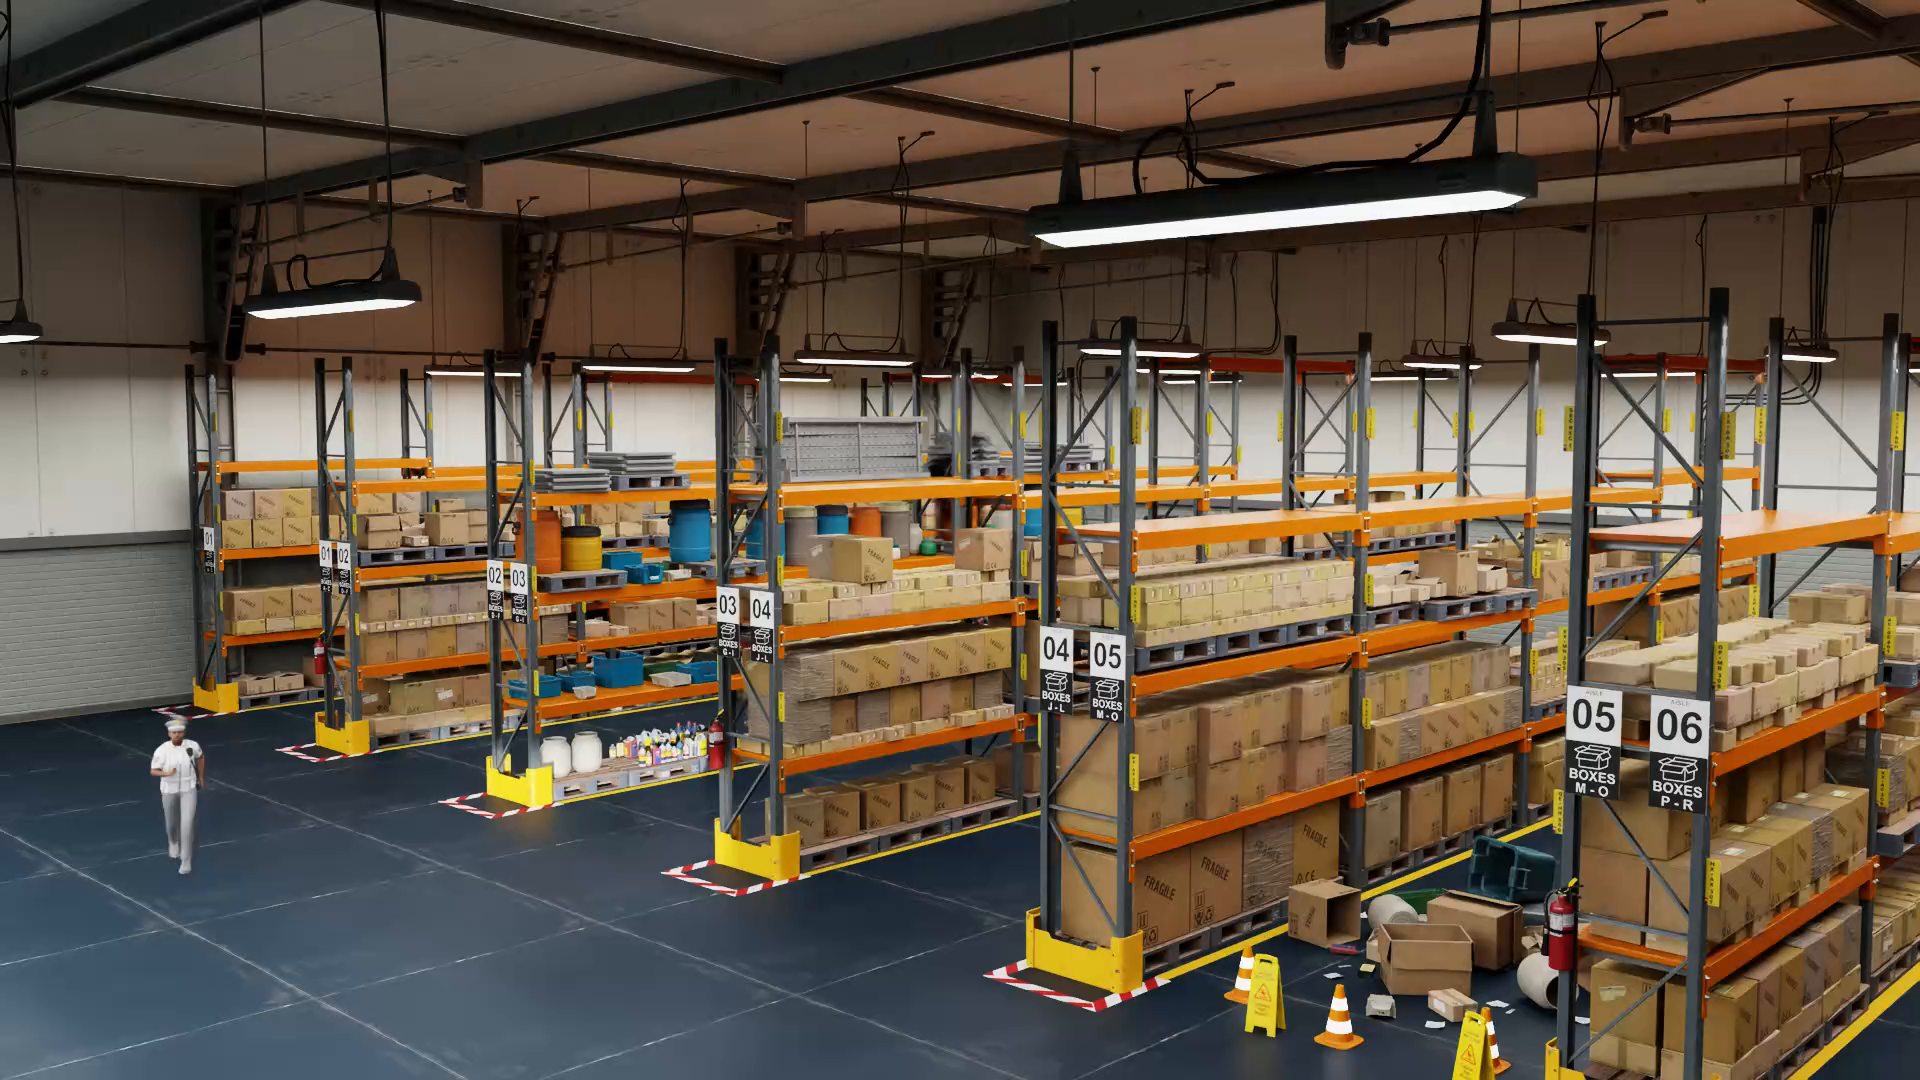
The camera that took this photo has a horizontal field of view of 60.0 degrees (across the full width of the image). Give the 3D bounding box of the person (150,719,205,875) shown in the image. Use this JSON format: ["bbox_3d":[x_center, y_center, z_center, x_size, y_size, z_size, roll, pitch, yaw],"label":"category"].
[{"bbox_3d":[-8.856,2.851,18.849,0.566,1.699,0.929,-2,5,-27],"label":"person"}]

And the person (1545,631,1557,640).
[{"bbox_3d":[9.336,2.286,26.266,0.674,1.716,0.734,4,6,39],"label":"person"}]

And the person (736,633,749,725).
[{"bbox_3d":[-3.576,2.288,27.366,0.530,1.550,0.608,3,6,38],"label":"person"}]
